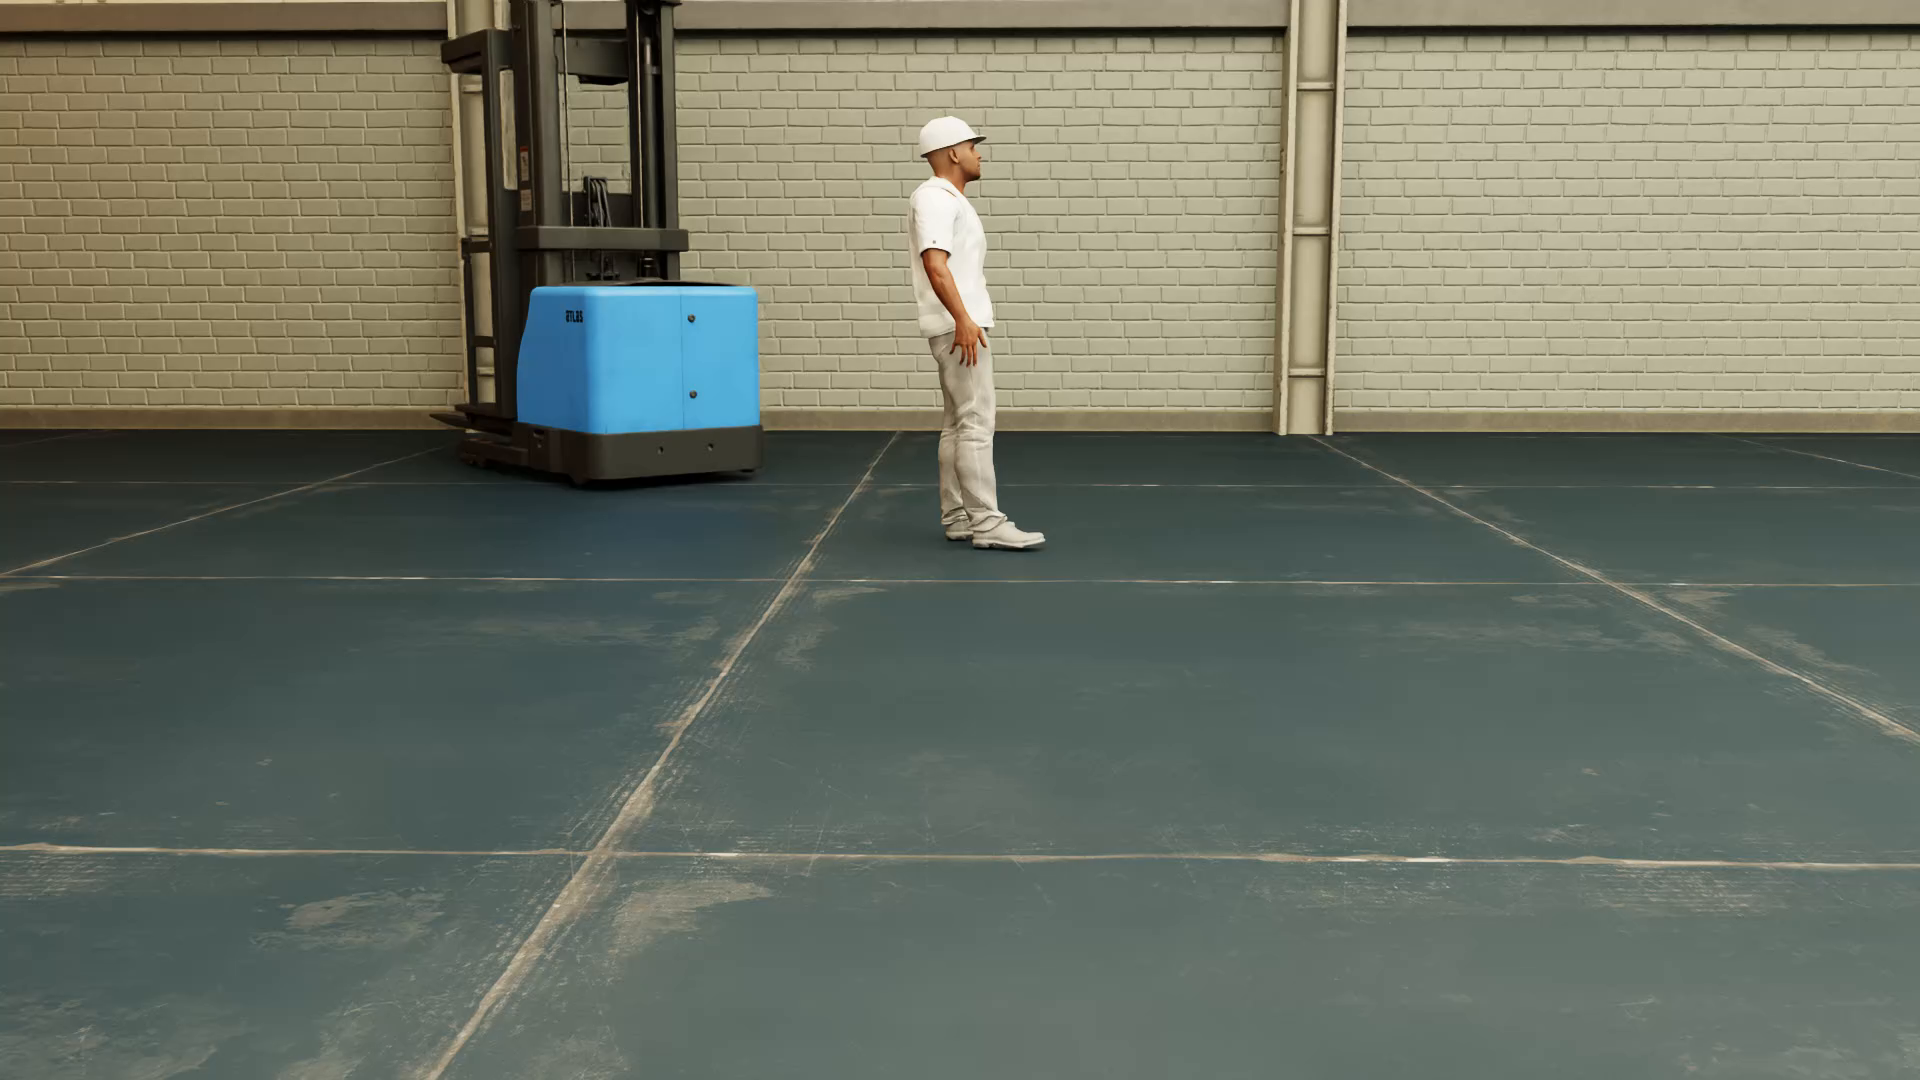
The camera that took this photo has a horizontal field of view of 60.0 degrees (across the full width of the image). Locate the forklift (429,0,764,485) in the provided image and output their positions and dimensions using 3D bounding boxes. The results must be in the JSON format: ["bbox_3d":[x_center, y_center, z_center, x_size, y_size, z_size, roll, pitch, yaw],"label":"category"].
[{"bbox_3d":[-2.386,-1.917,9.974,1.130,2.935,3.031,-6,11,-36],"label":"forklift"}]

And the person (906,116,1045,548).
[{"bbox_3d":[0.069,-0.879,6.985,0.577,1.765,0.666,0,9,1],"label":"person"}]
